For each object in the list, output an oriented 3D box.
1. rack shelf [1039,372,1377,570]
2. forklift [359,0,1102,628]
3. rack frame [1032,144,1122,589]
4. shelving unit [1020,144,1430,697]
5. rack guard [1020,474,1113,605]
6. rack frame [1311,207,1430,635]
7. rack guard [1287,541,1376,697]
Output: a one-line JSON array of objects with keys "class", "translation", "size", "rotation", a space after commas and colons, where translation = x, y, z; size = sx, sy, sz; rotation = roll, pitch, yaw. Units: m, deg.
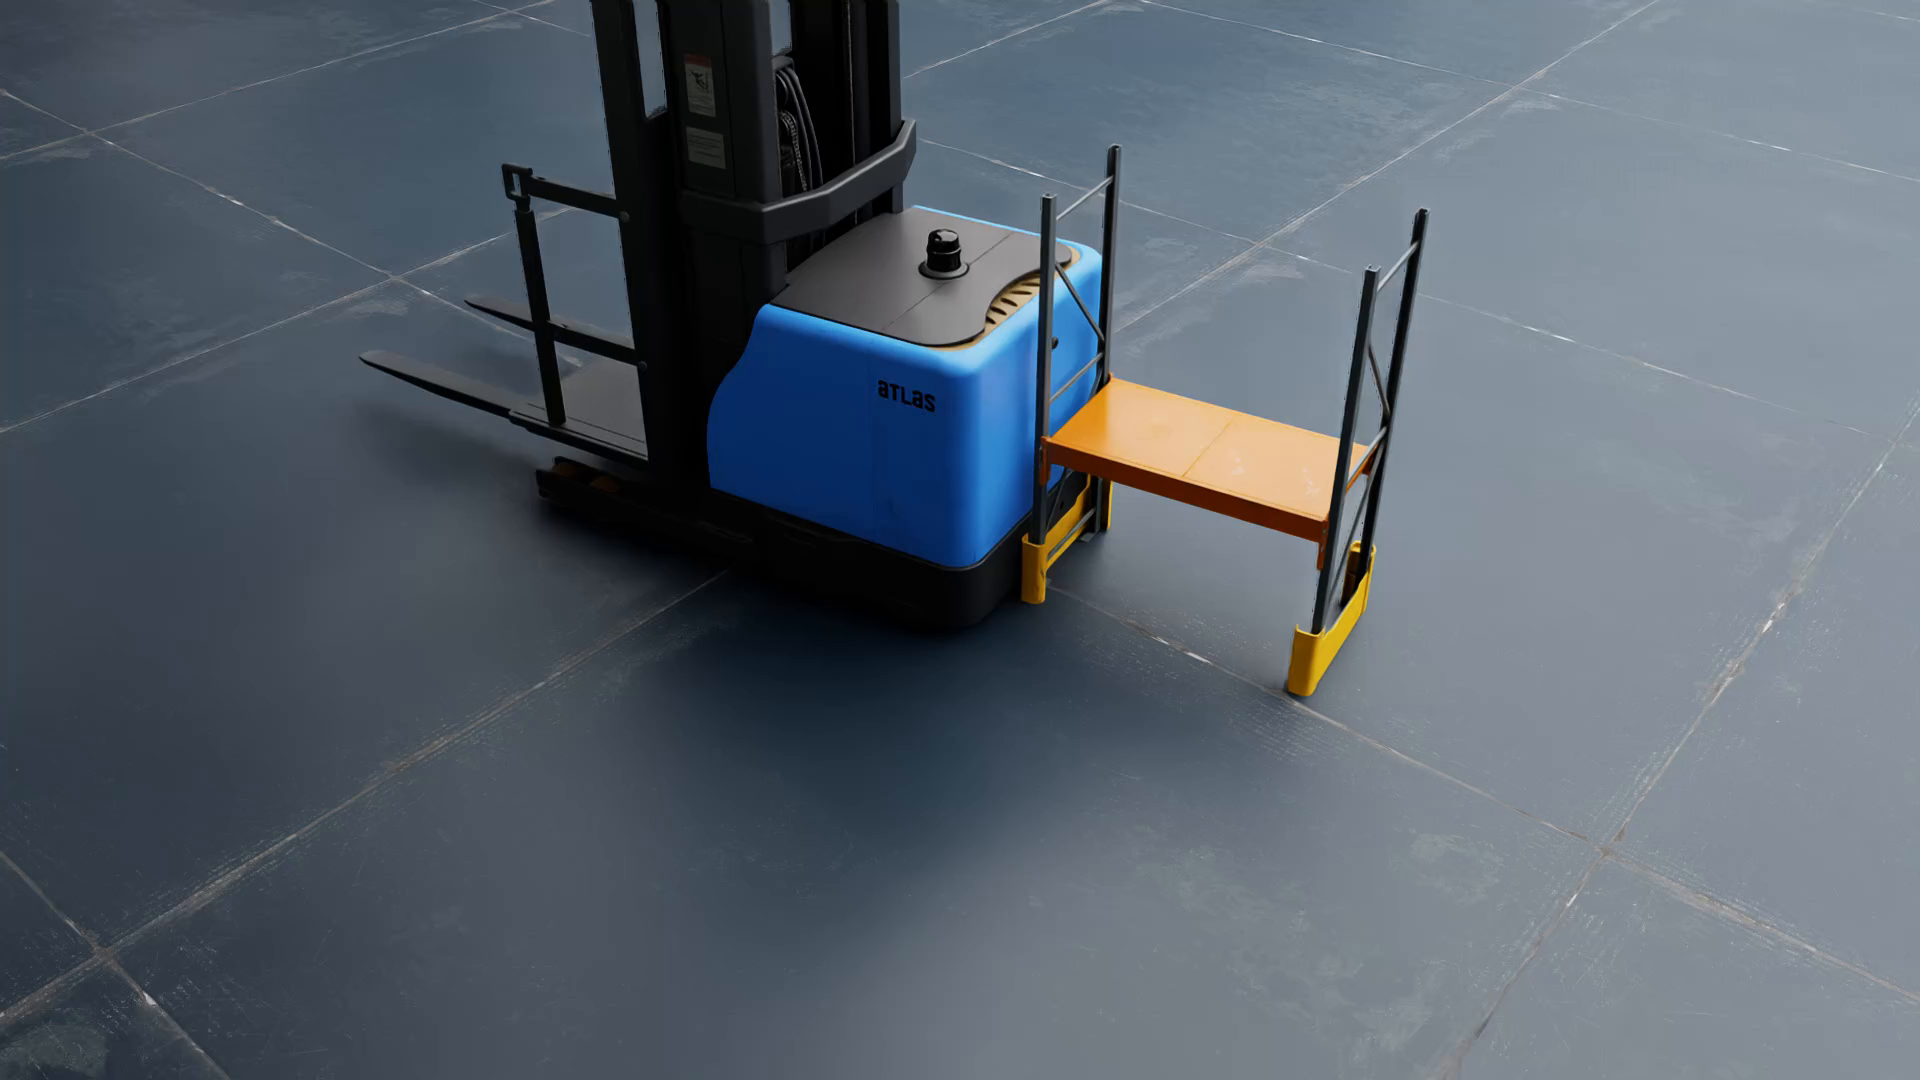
[{"class": "rack shelf", "translation": [0.826, -0.248, 5.530], "size": [1.000, 0.185, 0.538], "rotation": [18, 38, 25]}, {"class": "forklift", "translation": [-1.018, -1.518, 5.796], "size": [3.031, 2.935, 1.130], "rotation": [18, 38, 25]}, {"class": "rack frame", "translation": [0.387, -0.541, 5.639], "size": [0.032, 1.500, 0.500], "rotation": [18, 38, 25]}, {"class": "shelving unit", "translation": [0.818, -0.399, 5.432], "size": [1.083, 1.500, 0.587], "rotation": [18, 38, 25]}, {"class": "rack guard", "translation": [0.388, -0.026, 5.992], "size": [0.087, 0.250, 0.587], "rotation": [18, 38, 25]}, {"class": "rack frame", "translation": [1.266, -0.252, 5.217], "size": [0.032, 1.500, 0.500], "rotation": [18, 38, 25]}, {"class": "rack guard", "translation": [1.249, 0.258, 5.579], "size": [0.087, 0.250, 0.587], "rotation": [18, 38, 25]}]
